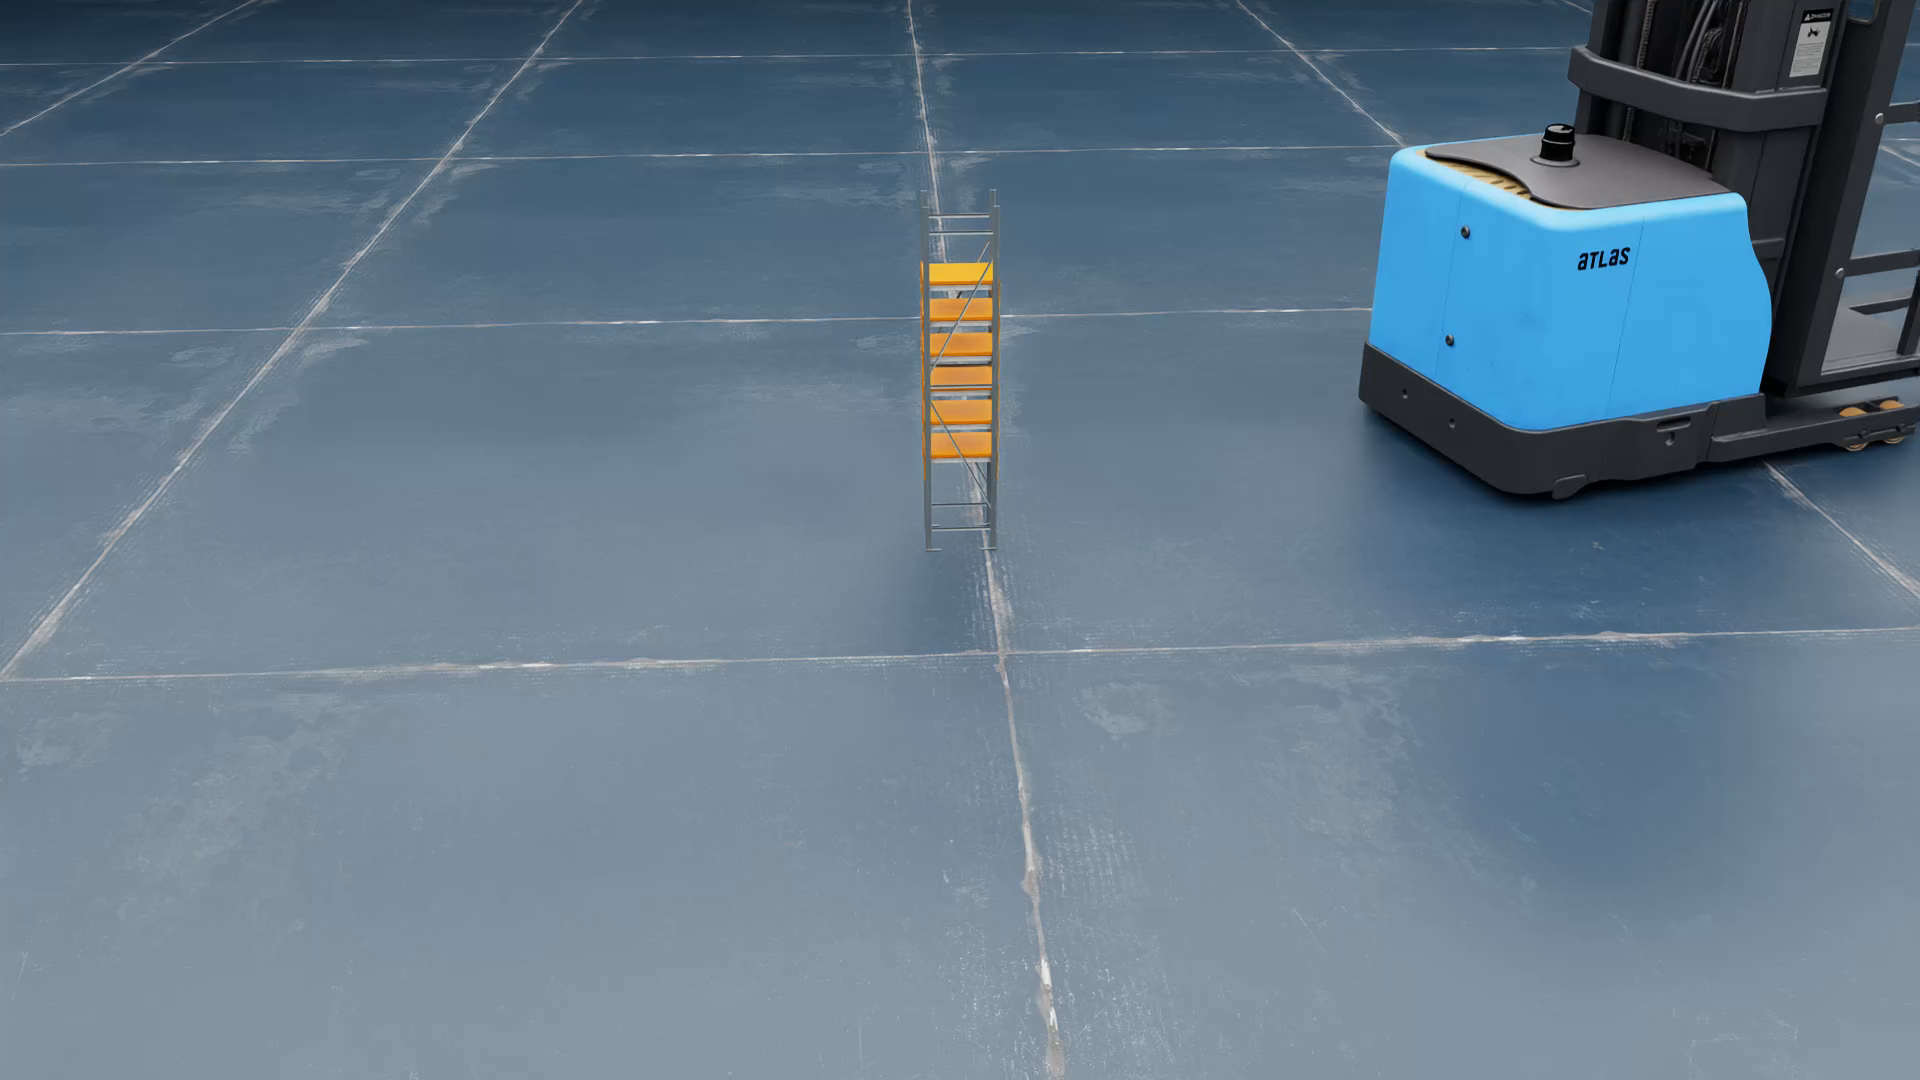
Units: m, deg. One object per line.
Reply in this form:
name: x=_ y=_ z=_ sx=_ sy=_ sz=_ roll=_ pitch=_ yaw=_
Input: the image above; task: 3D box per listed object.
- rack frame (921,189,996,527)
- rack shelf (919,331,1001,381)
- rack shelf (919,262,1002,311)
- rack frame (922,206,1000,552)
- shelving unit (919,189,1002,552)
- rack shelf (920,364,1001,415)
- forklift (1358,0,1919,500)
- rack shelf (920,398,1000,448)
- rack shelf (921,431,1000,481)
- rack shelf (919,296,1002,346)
rack frame: x=-0.006 y=-0.581 z=5.566 sx=0.240 sy=1.200 sz=0.006 roll=-1 pitch=28 yaw=-3
rack shelf: x=-0.001 y=-0.606 z=5.450 sx=0.258 sy=0.103 sz=0.180 roll=-1 pitch=28 yaw=-3
rack shelf: x=-0.001 y=-0.818 z=5.339 sx=0.258 sy=0.103 sz=0.180 roll=-1 pitch=28 yaw=-3
rack frame: x=0.004 y=-0.496 z=5.404 sx=0.240 sy=1.200 sz=0.006 roll=-1 pitch=28 yaw=-3
shelving unit: x=-0.001 y=-0.539 z=5.485 sx=0.258 sy=1.200 sz=0.189 roll=-1 pitch=28 yaw=-3
rack shelf: x=-0.001 y=-0.499 z=5.506 sx=0.258 sy=0.103 sz=0.180 roll=-1 pitch=28 yaw=-3
forklift: x=3.175 y=-1.858 z=6.143 sx=3.031 sy=2.935 sz=1.130 roll=-10 pitch=29 yaw=-18
rack shelf: x=-0.001 y=-0.393 z=5.561 sx=0.258 sy=0.103 sz=0.180 roll=-1 pitch=28 yaw=-3
rack shelf: x=-0.001 y=-0.286 z=5.617 sx=0.258 sy=0.103 sz=0.180 roll=-1 pitch=28 yaw=-3
rack shelf: x=-0.001 y=-0.712 z=5.395 sx=0.258 sy=0.103 sz=0.180 roll=-1 pitch=28 yaw=-3
